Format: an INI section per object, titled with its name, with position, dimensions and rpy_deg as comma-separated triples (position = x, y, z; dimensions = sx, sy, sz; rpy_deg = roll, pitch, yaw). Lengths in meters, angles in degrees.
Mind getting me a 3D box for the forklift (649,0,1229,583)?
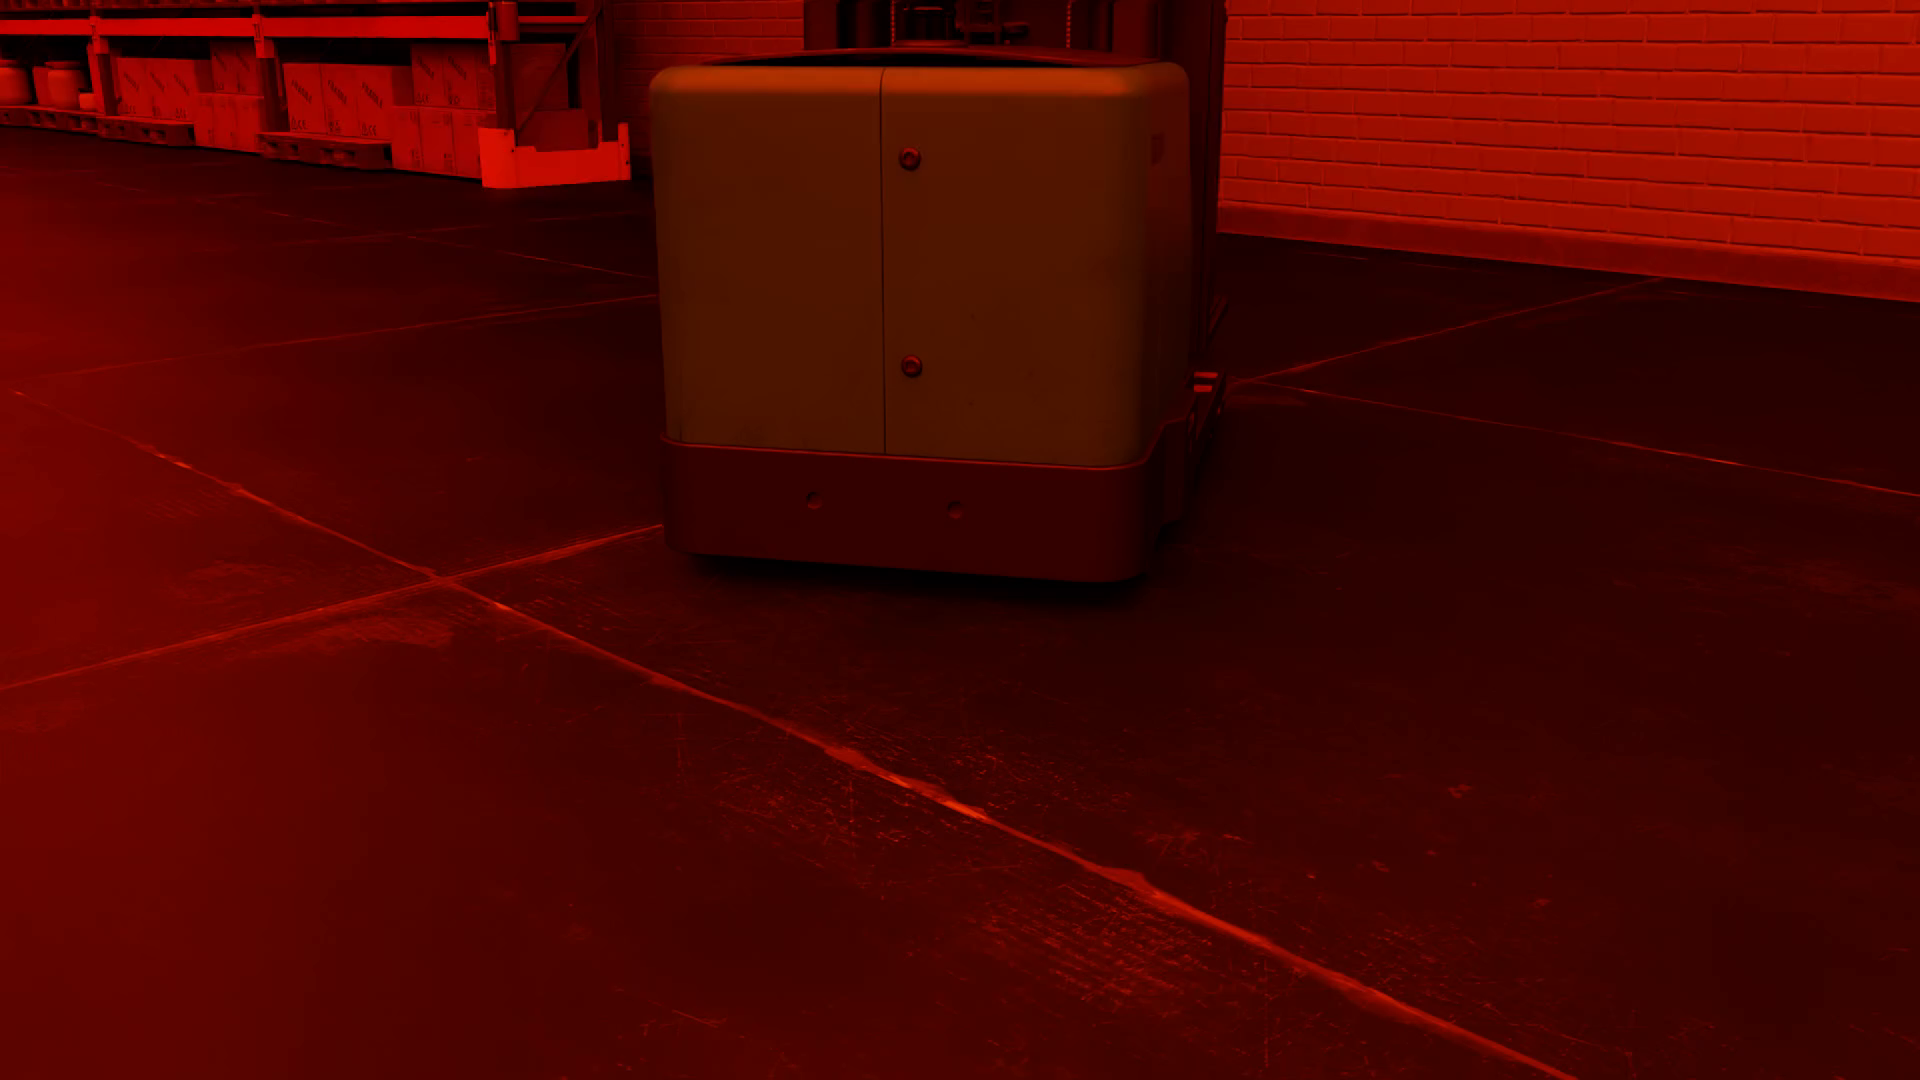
[forklift]
position = 0.190, -1.707, 4.458
dimensions = 1.130, 2.935, 3.031
rpy_deg = 4, 18, 13
